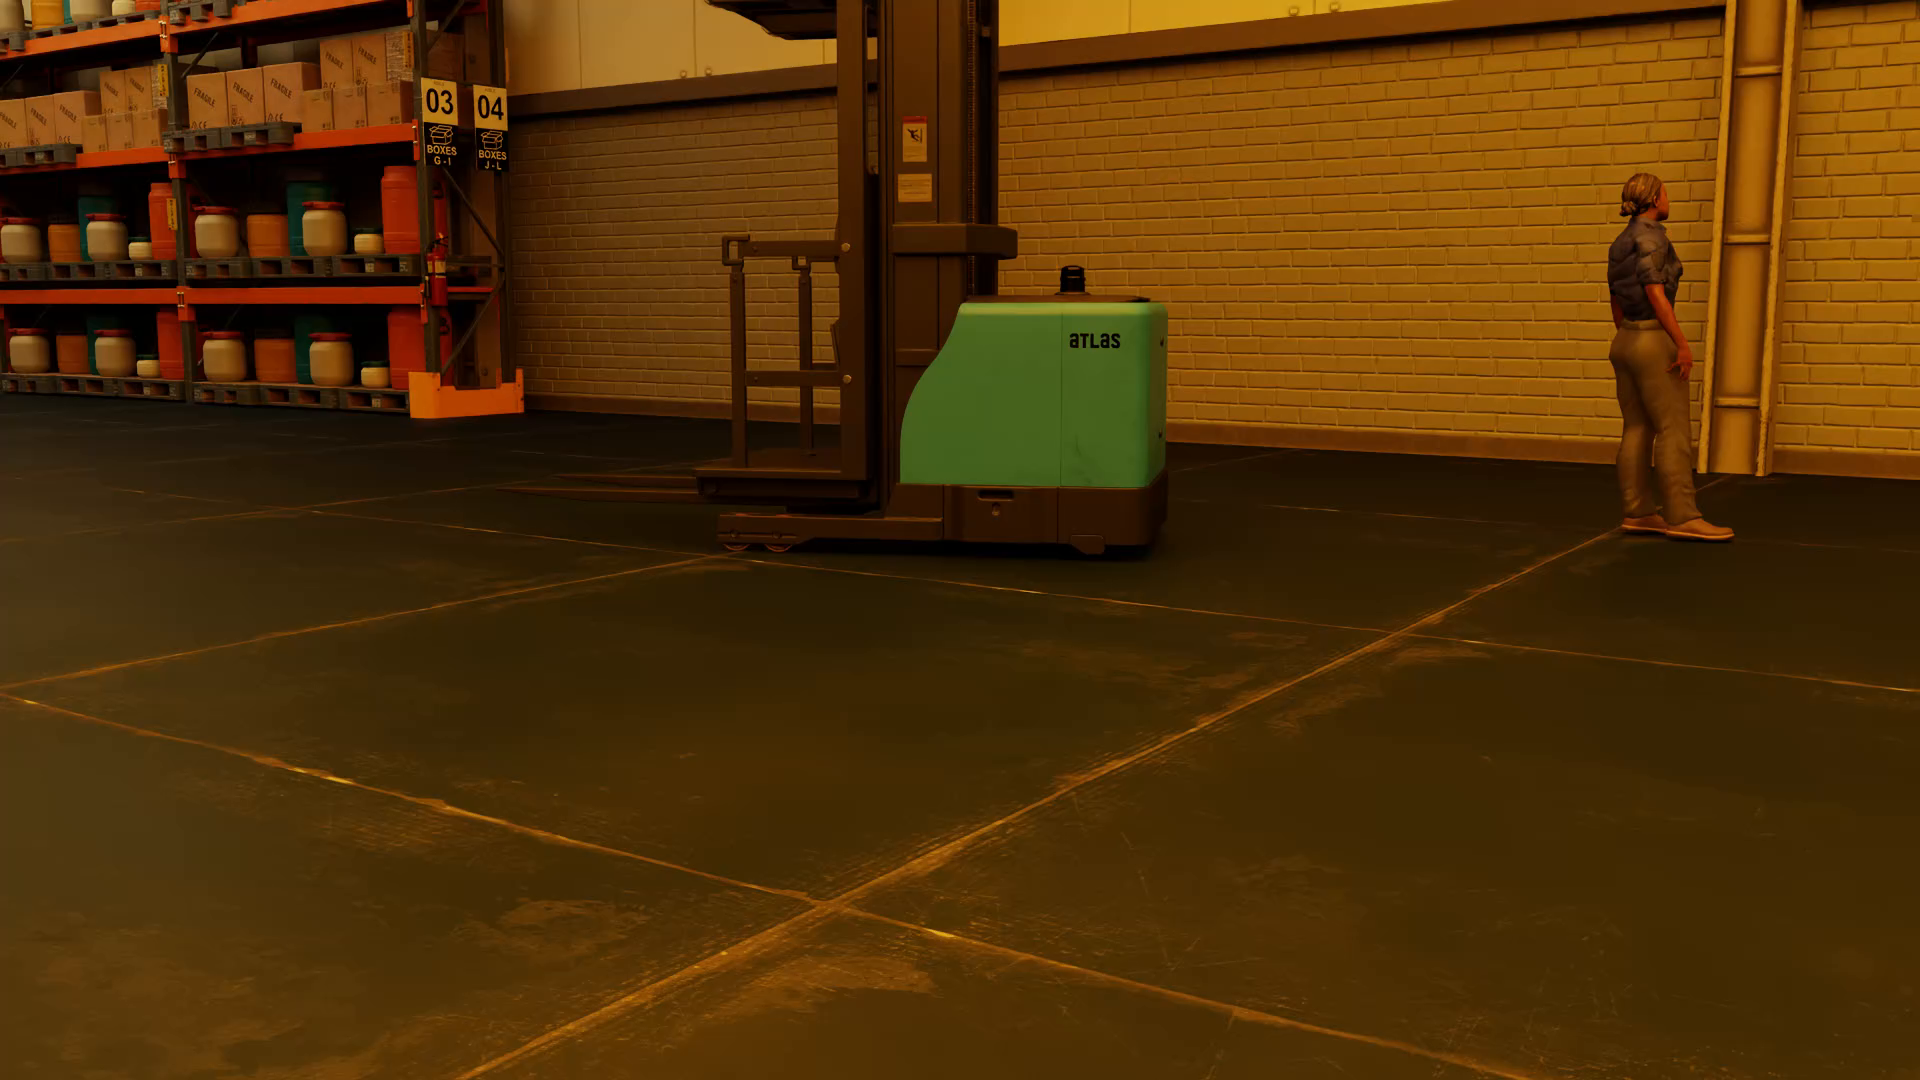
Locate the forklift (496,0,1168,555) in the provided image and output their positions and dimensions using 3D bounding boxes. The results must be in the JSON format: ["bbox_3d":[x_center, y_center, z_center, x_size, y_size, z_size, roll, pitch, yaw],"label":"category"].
[{"bbox_3d":[-0.596,-1.469,7.520,3.031,2.935,1.130,2,8,12],"label":"forklift"}]

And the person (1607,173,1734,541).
[{"bbox_3d":[3.254,-0.850,7.657,0.504,1.654,0.570,0,8,-2],"label":"person"}]
